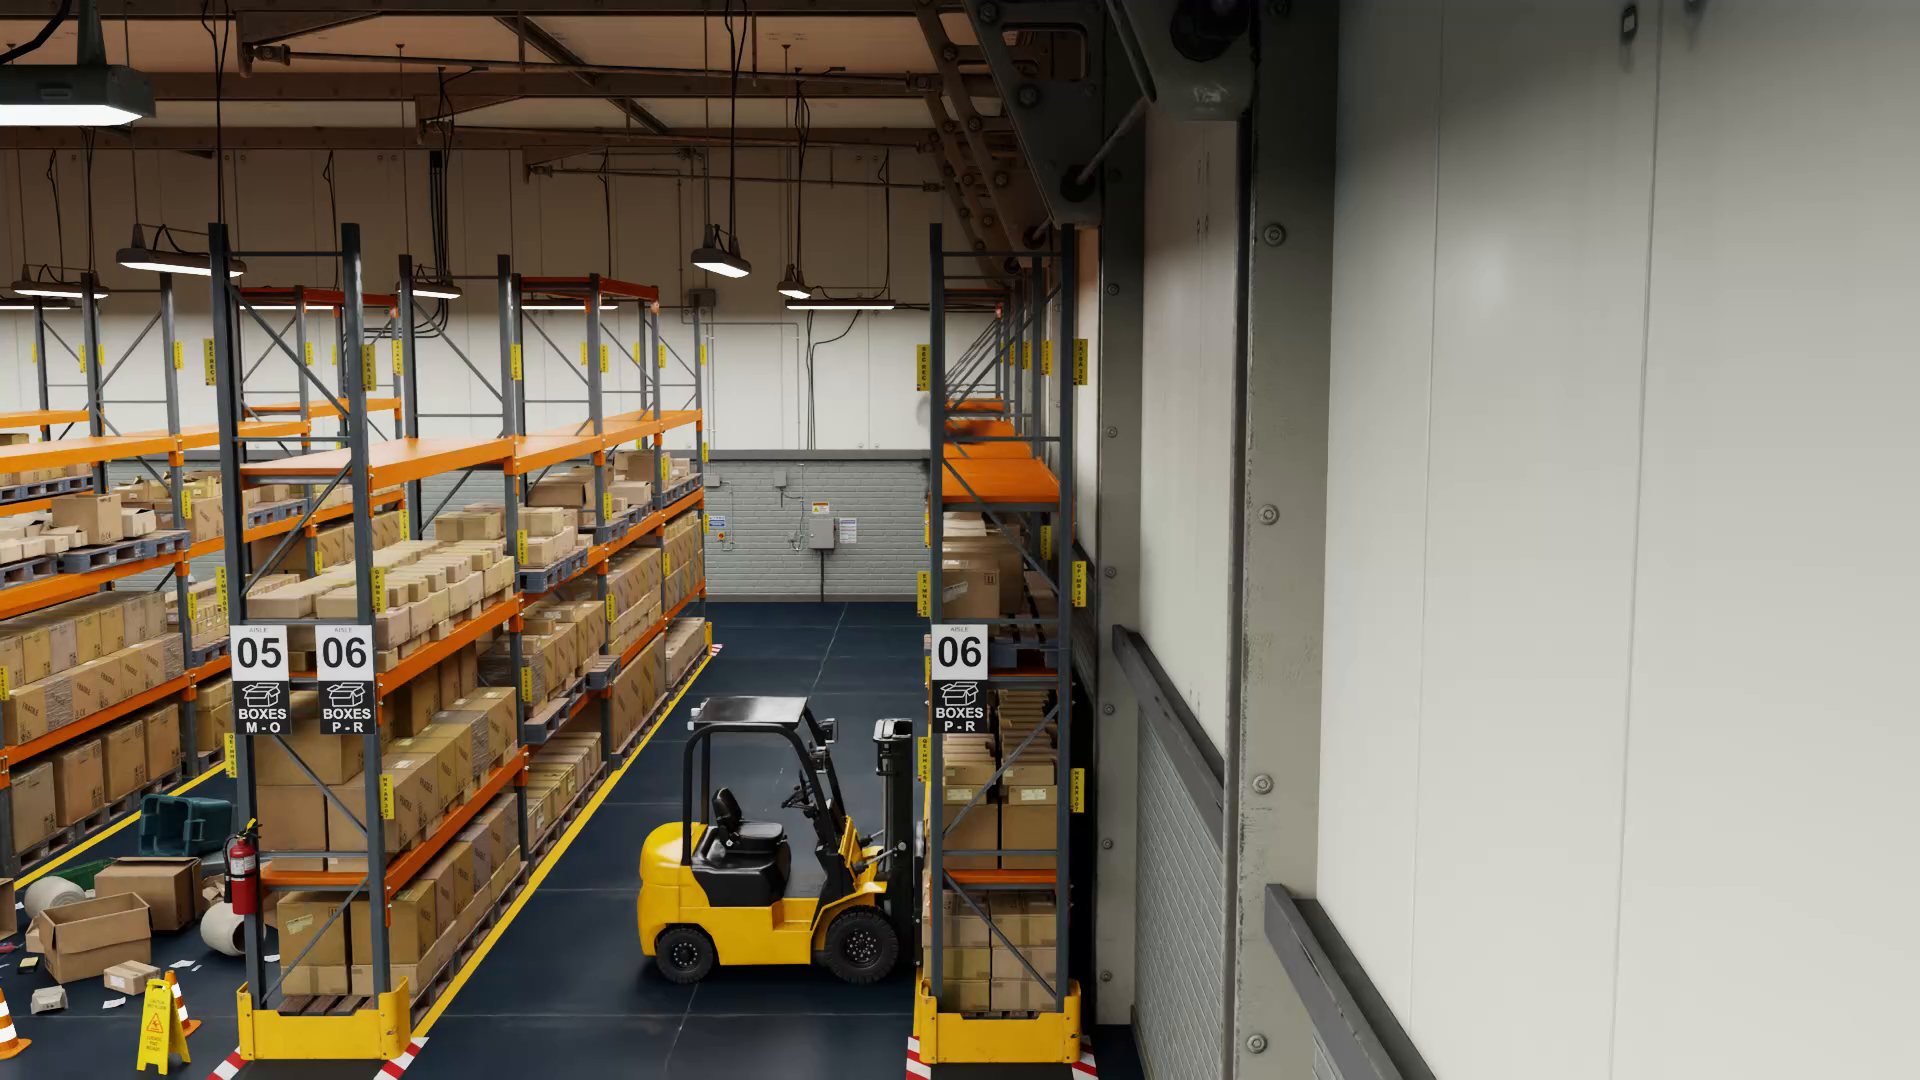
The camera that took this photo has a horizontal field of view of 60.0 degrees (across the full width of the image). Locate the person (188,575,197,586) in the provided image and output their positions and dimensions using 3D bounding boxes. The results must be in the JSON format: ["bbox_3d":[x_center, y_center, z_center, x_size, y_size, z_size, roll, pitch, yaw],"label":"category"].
[{"bbox_3d":[-11.479,1.387,25.059,0.697,1.758,0.737,1,7,8],"label":"person"}]
